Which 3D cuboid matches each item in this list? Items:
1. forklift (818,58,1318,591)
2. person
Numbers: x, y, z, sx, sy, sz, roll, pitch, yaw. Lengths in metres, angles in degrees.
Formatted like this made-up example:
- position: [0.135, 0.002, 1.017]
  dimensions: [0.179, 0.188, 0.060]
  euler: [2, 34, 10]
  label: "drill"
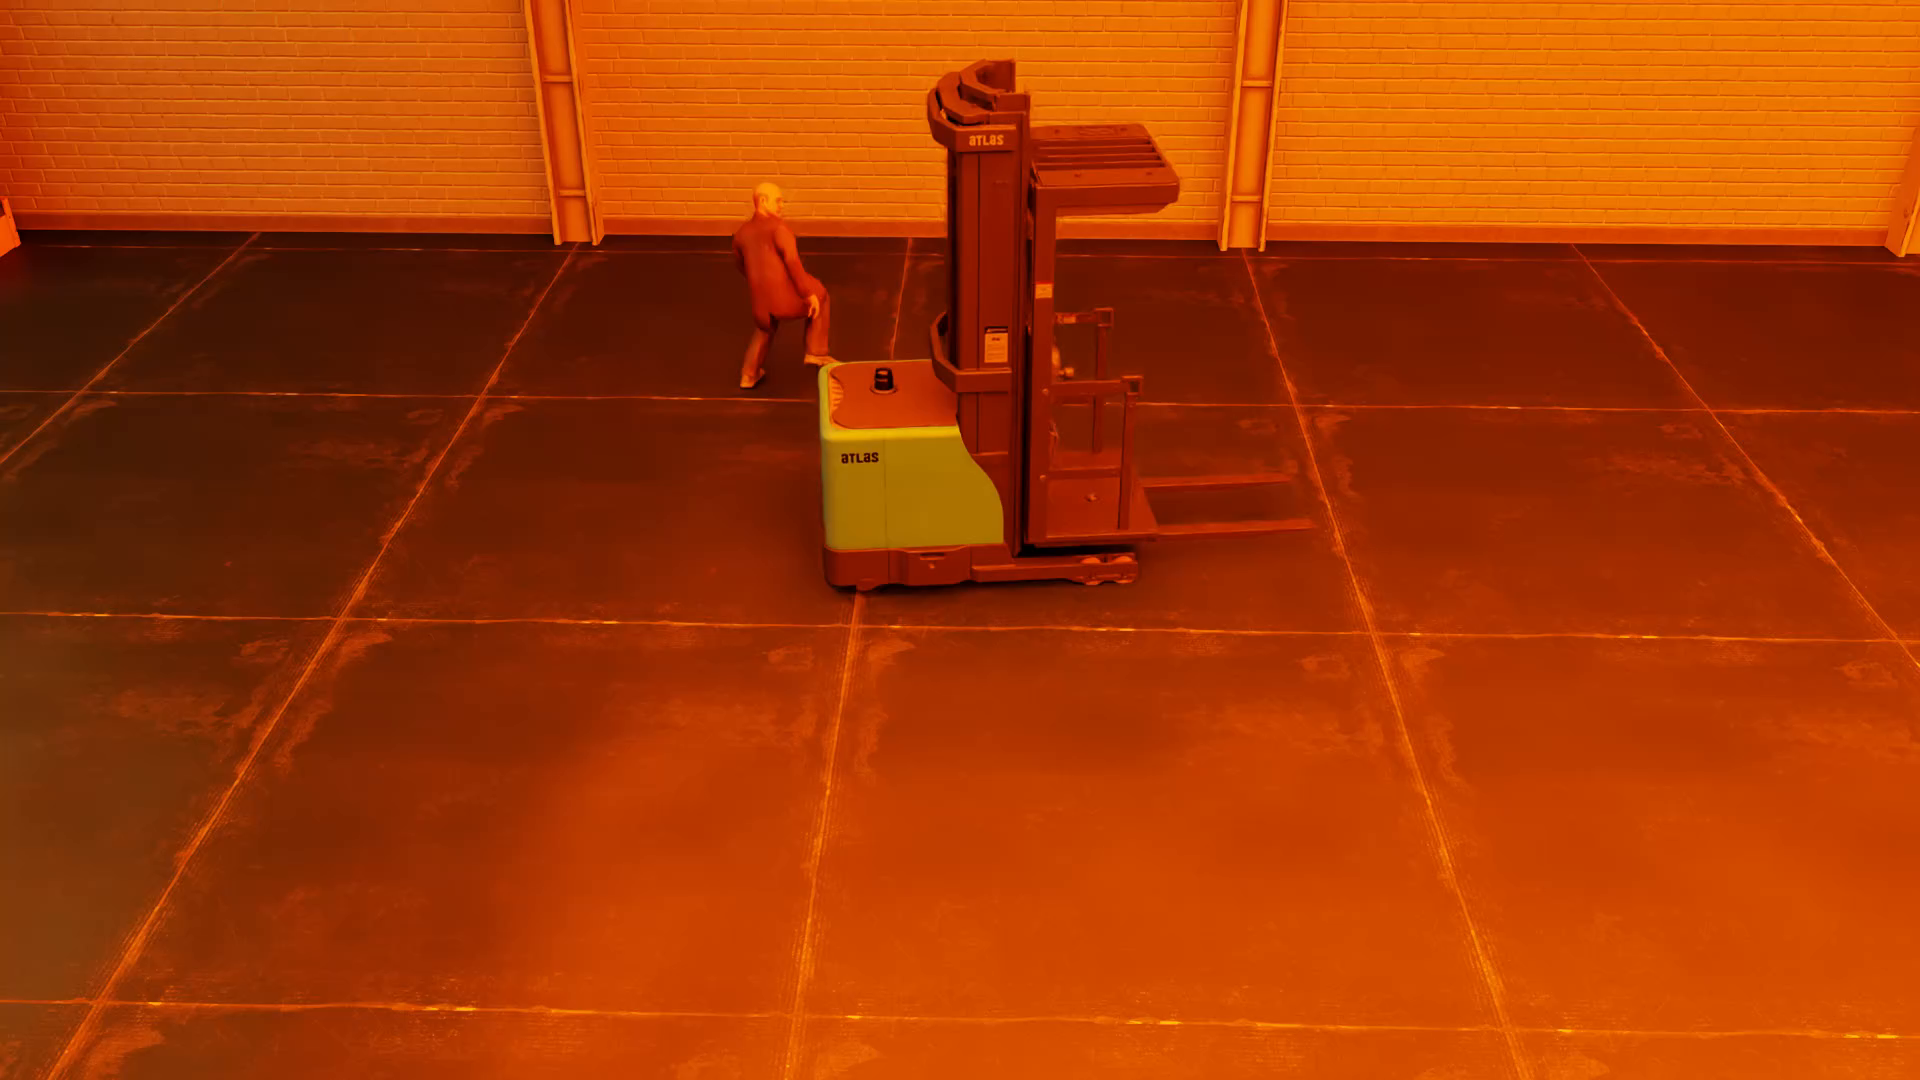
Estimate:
- position: [0.664, -1.254, 9.741]
  dimensions: [3.031, 2.935, 1.130]
  euler: [-3, 31, -4]
  label: "forklift"
- position: [-1.275, -1.845, 12.162]
  dimensions: [0.832, 1.545, 0.705]
  euler: [13, 33, 20]
  label: "person"
